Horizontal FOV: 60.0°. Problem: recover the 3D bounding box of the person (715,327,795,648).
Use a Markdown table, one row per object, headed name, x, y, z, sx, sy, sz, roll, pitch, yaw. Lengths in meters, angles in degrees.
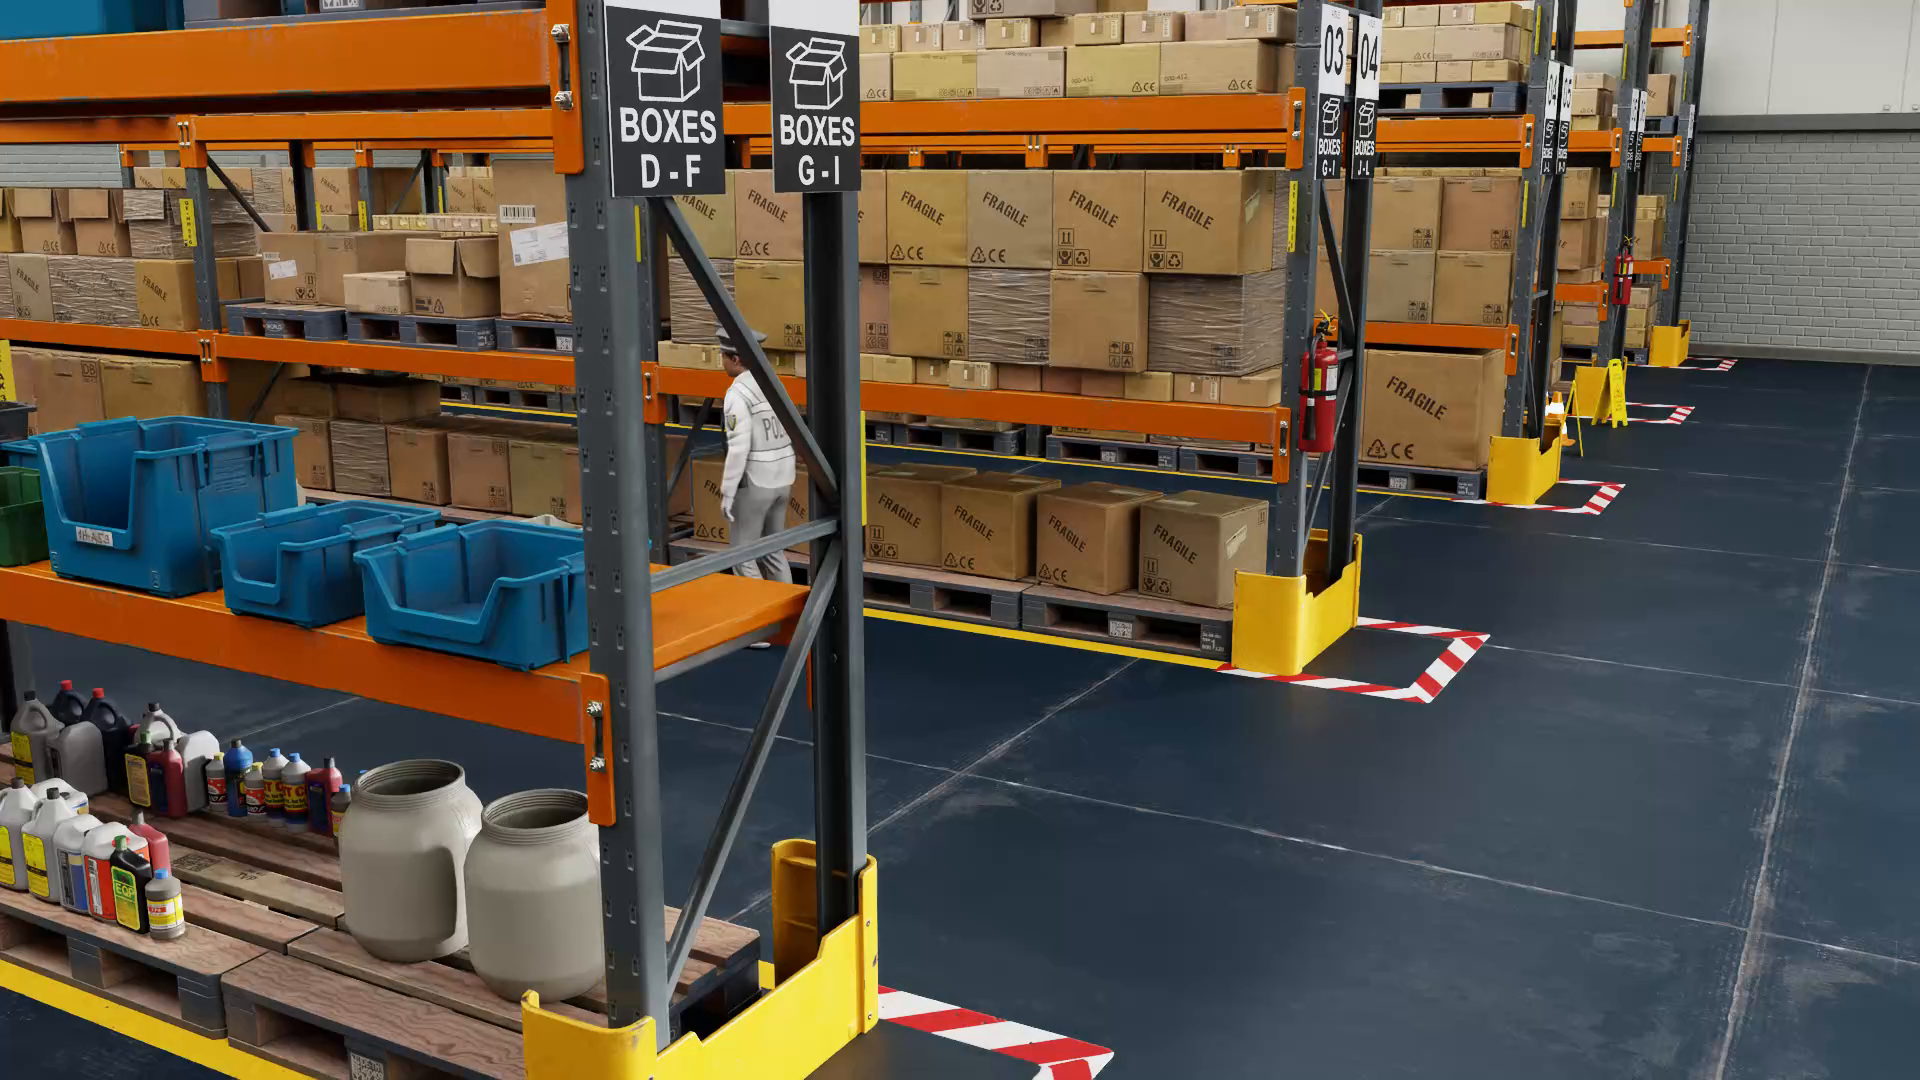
| name | x | y | z | sx | sy | sz | roll | pitch | yaw |
| --- | --- | --- | --- | --- | --- | --- | --- | --- | --- |
| person | -1.063 | -0.269 | 8.655 | 0.371 | 1.666 | 0.547 | 6 | 14 | 25 |
